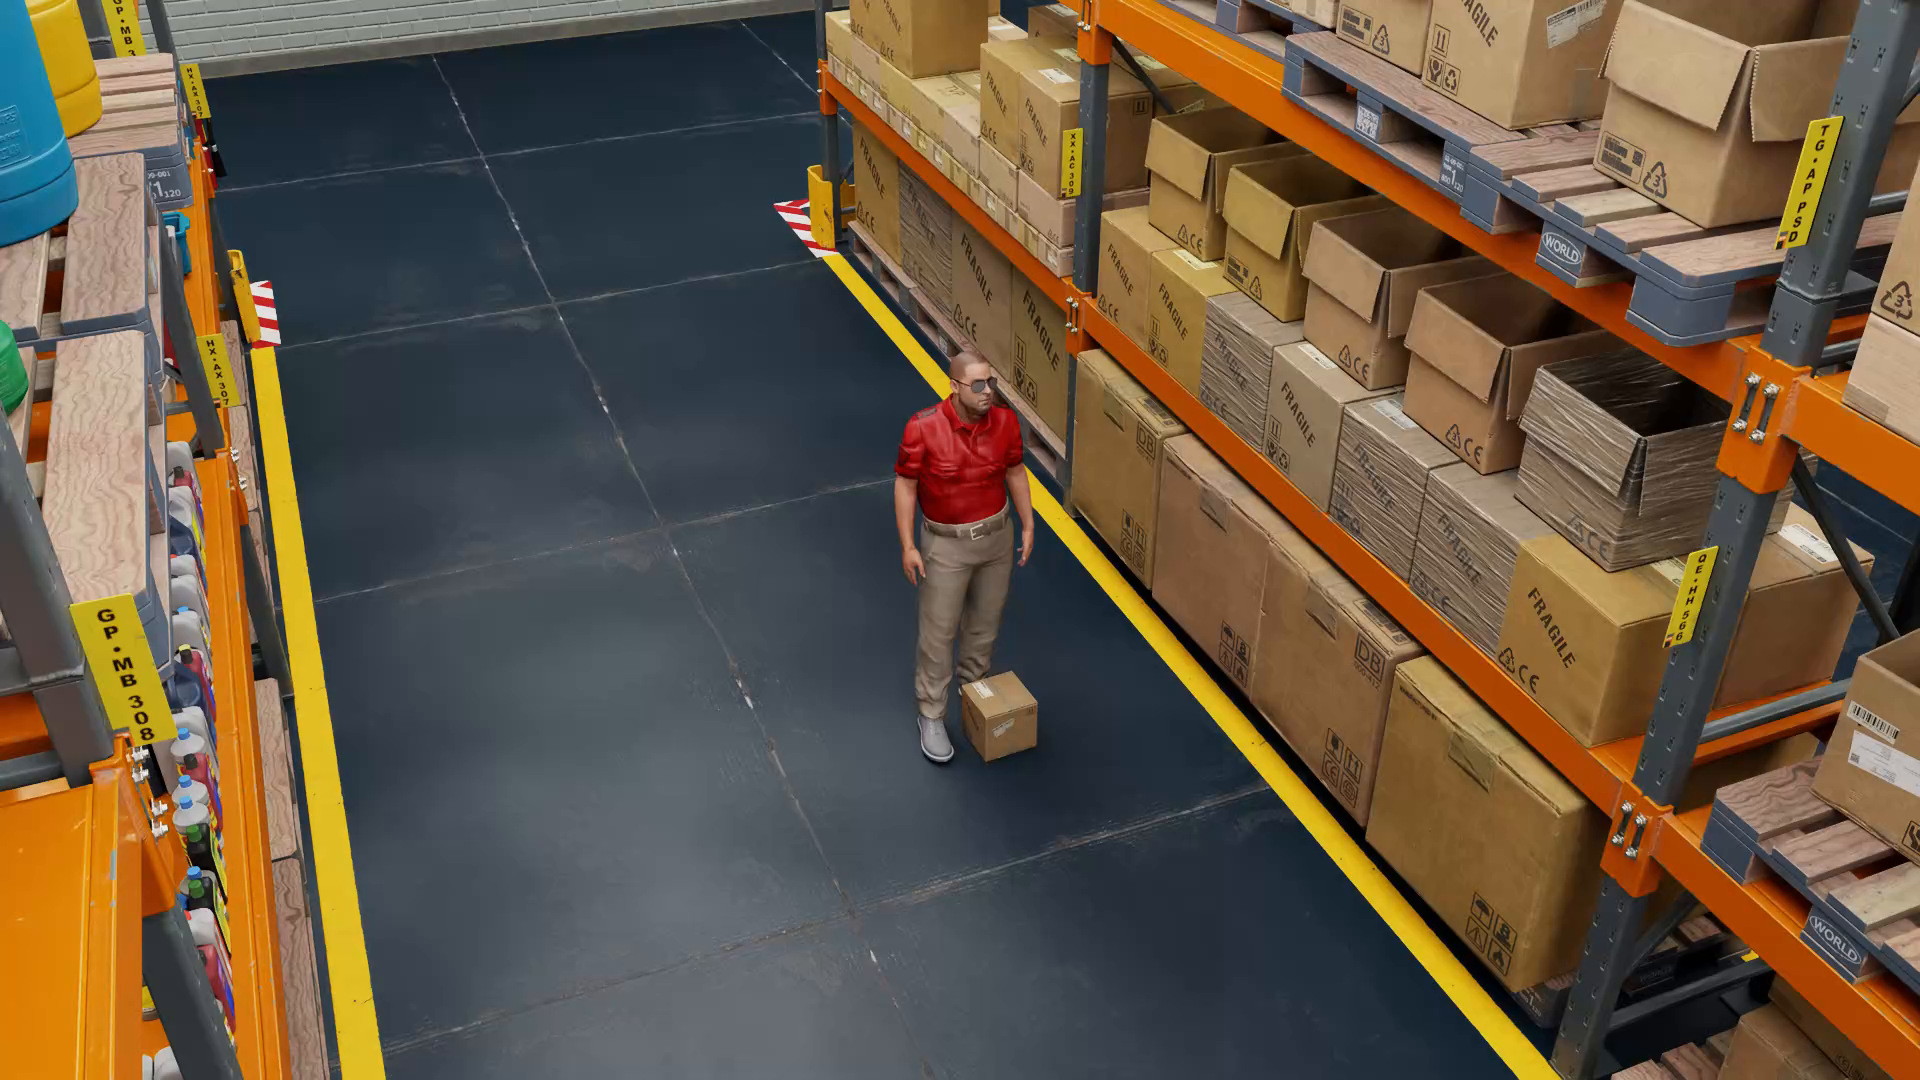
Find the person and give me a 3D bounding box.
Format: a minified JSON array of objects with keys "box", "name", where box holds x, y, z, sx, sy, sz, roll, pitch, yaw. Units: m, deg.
[{"box":[0.059,0.056,7.054,0.641,1.727,0.551,-14,36,-20],"name":"person"}]
